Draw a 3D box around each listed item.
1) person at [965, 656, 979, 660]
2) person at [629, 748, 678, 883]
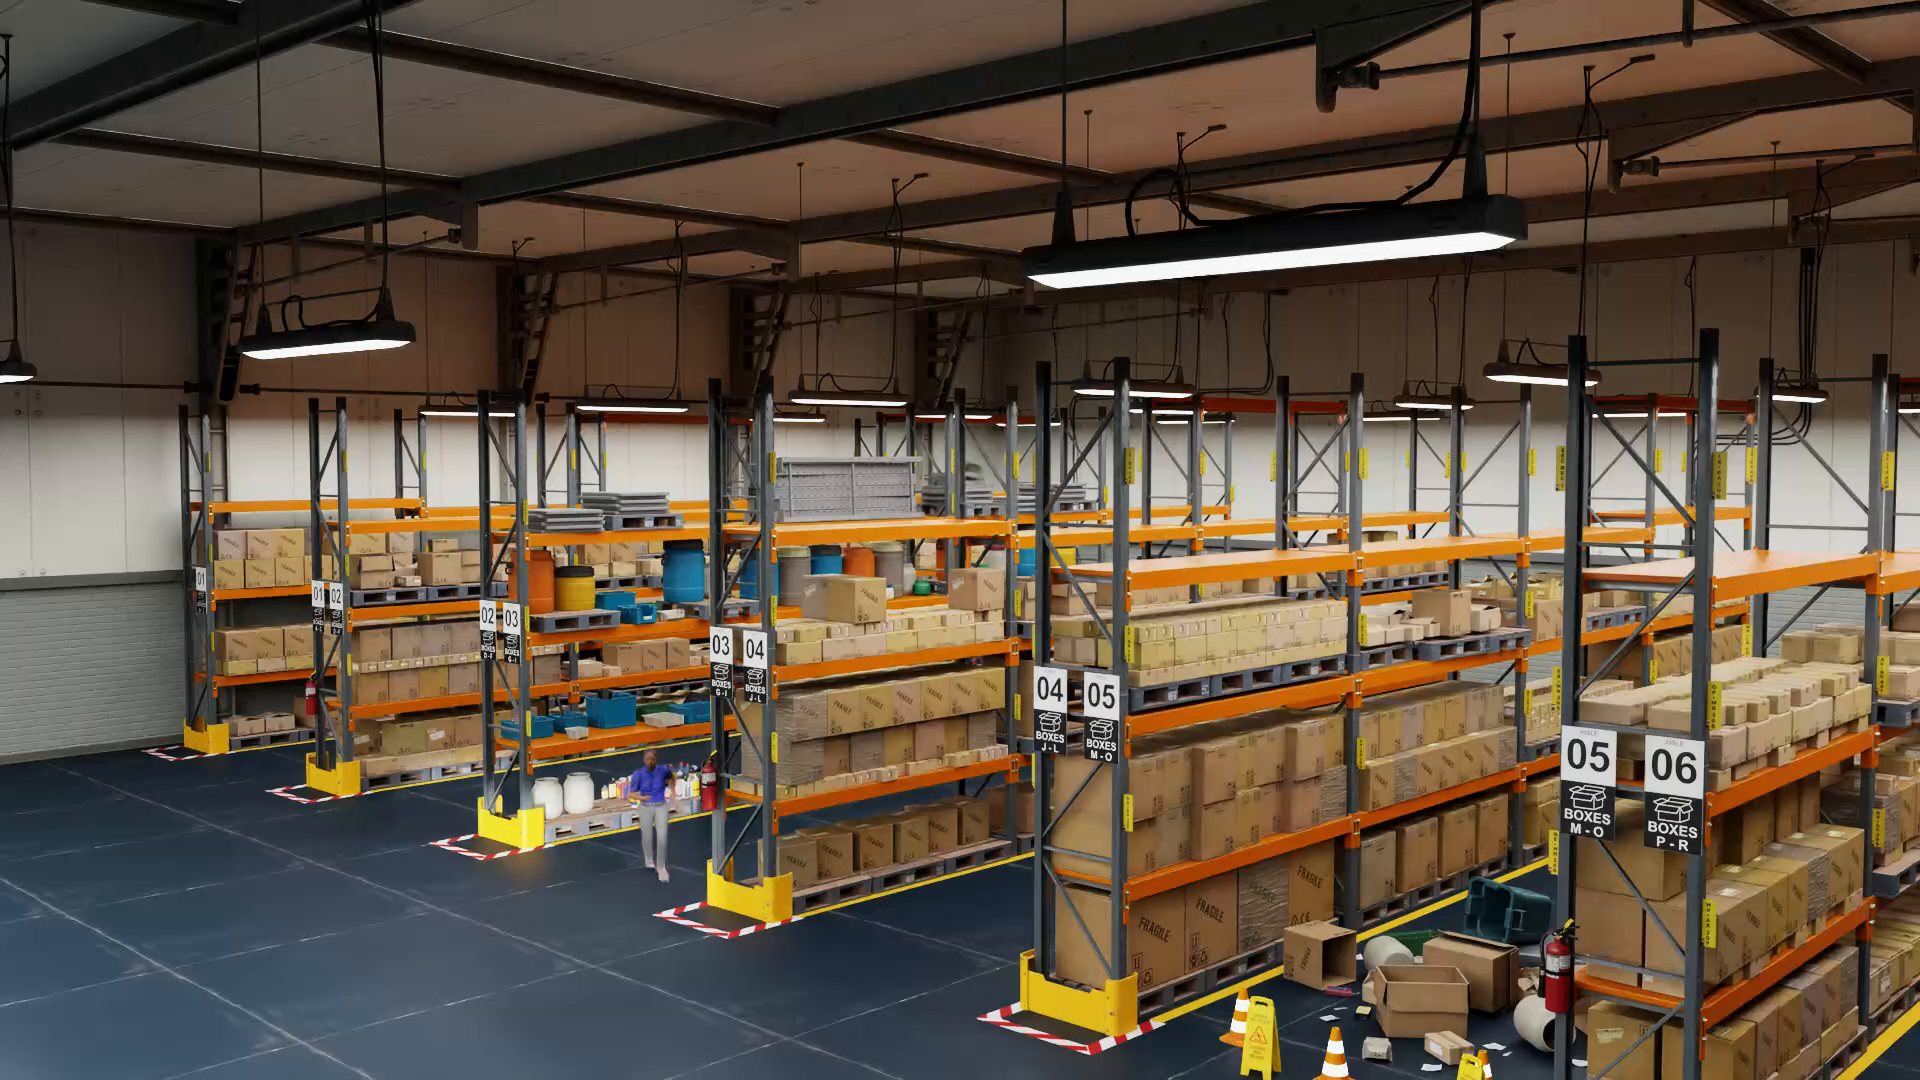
[{"bbox_3d":[0.475,2.239,39.519,0.748,1.679,0.540,-2,4,-37],"label":"person"},{"bbox_3d":[-3.714,3.305,20.173,0.578,1.626,0.961,-1,3,-10],"label":"person"}]
